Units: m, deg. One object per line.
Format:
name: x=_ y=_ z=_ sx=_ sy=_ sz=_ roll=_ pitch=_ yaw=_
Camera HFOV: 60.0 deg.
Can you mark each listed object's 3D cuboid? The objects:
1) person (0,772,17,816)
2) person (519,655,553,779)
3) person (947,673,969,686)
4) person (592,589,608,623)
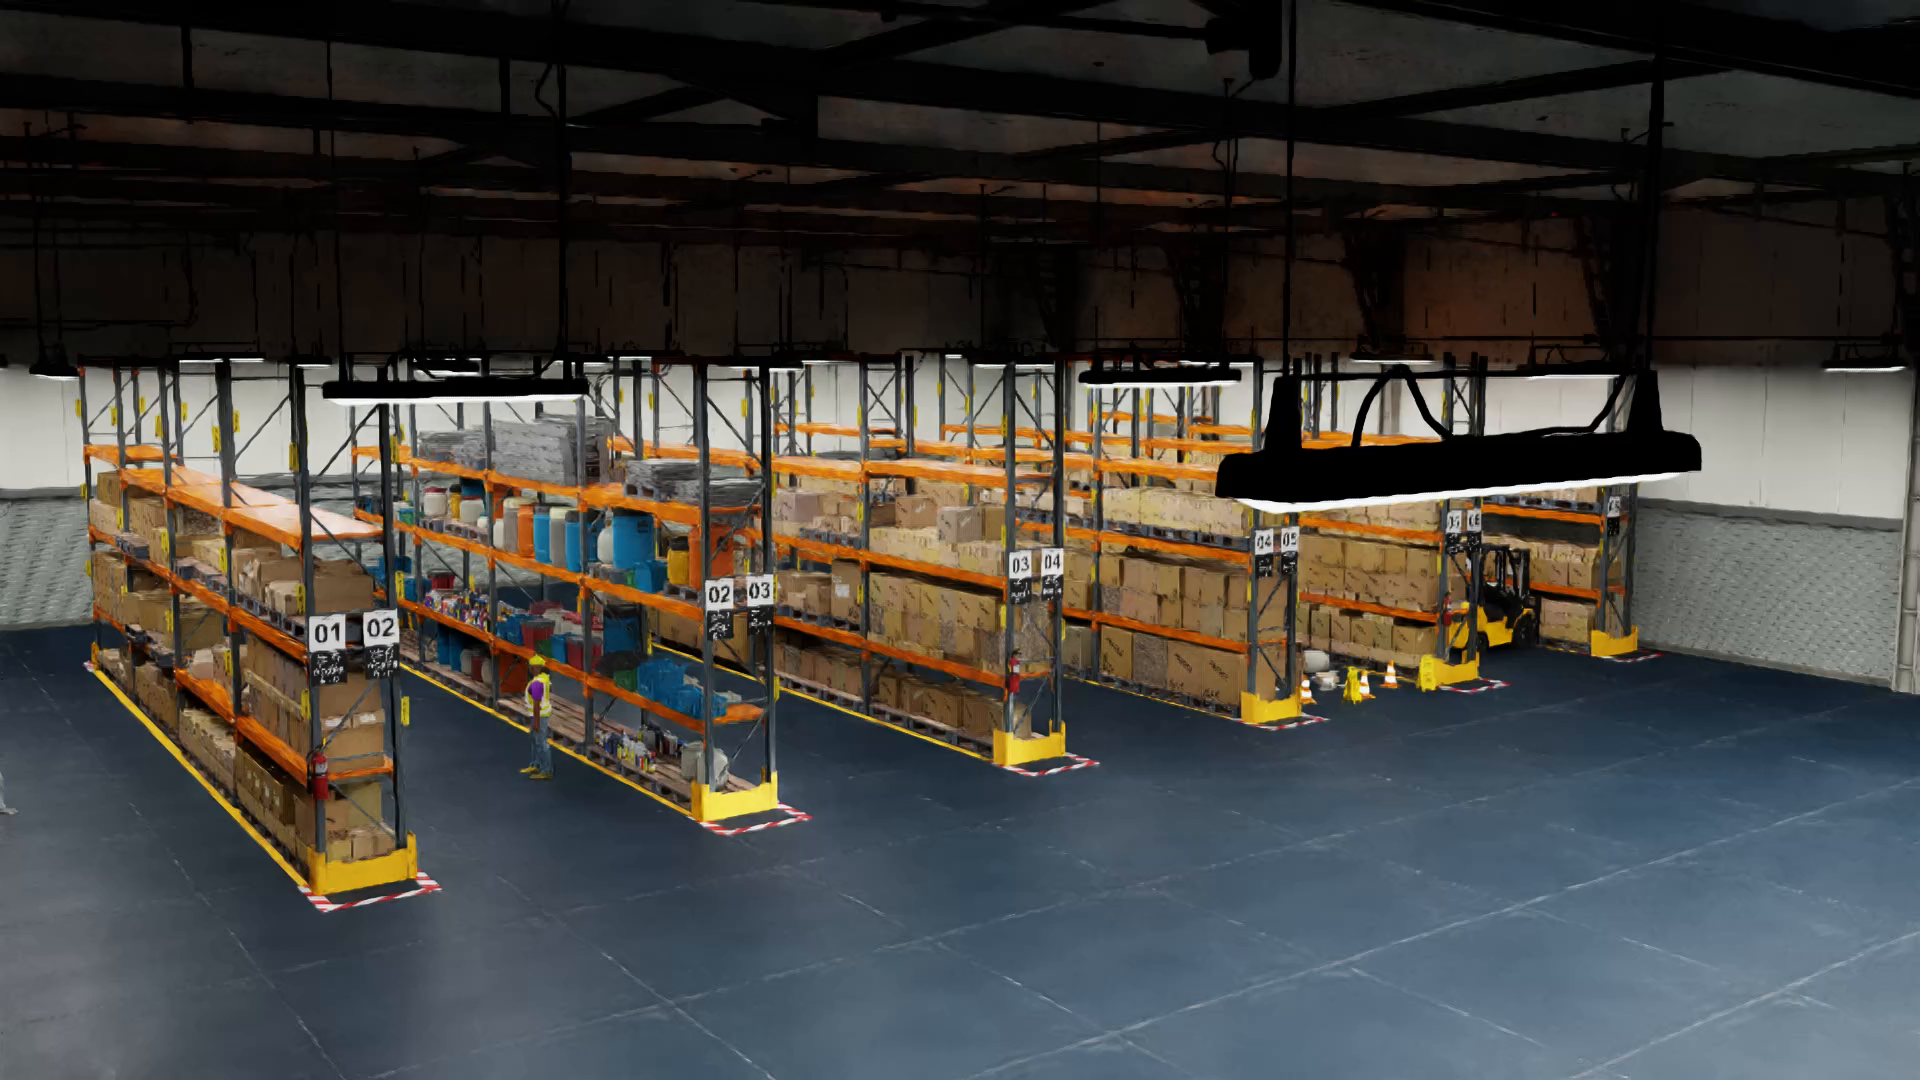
person: x=-13.026 y=2.830 z=21.946 sx=0.863 sy=1.685 sz=0.700 roll=5 pitch=9 yaw=38
person: x=-6.131 y=2.538 z=23.981 sx=0.502 sy=1.764 sz=0.624 roll=-1 pitch=7 yaw=-5
person: x=-0.007 y=1.990 z=29.200 sx=0.682 sy=1.636 sz=0.535 roll=-5 pitch=9 yaw=-37
person: x=-7.198 y=1.464 z=33.222 sx=0.582 sy=1.664 sz=0.582 roll=-2 pitch=7 yaw=-15
